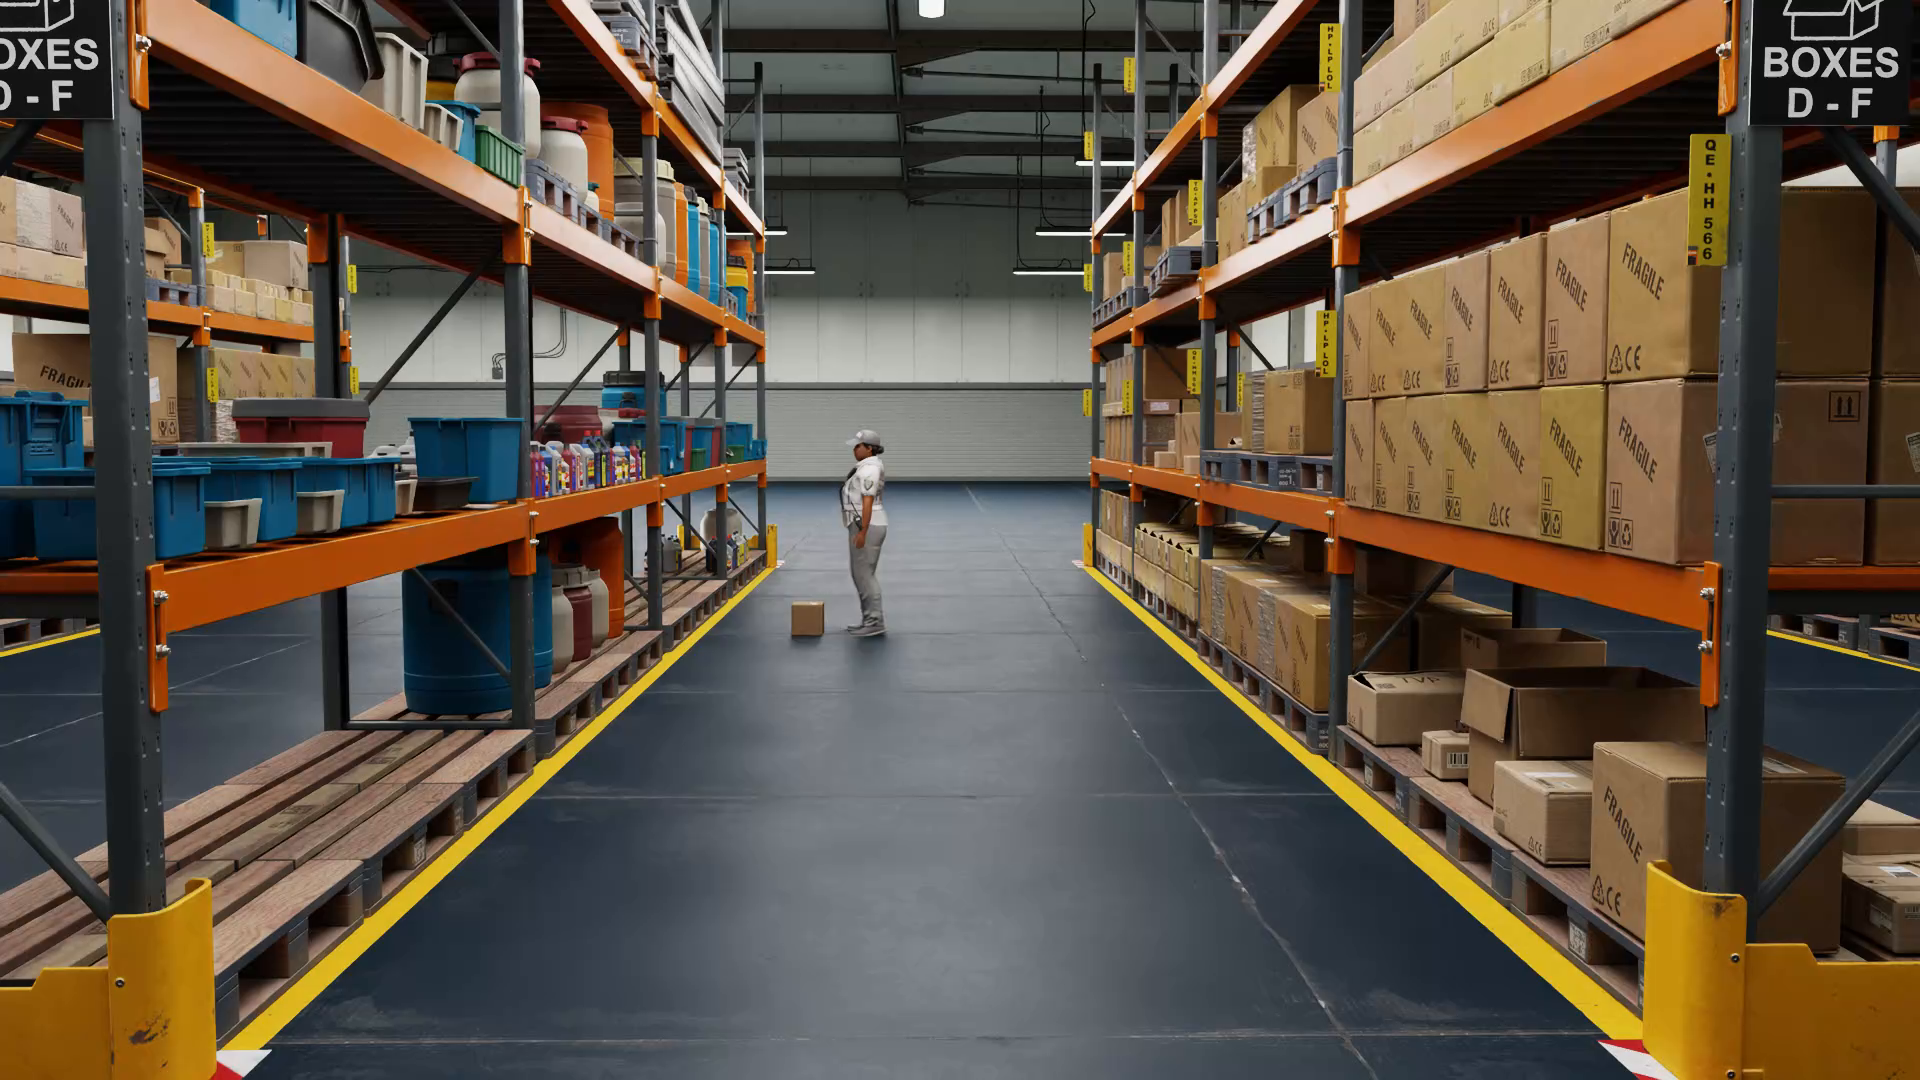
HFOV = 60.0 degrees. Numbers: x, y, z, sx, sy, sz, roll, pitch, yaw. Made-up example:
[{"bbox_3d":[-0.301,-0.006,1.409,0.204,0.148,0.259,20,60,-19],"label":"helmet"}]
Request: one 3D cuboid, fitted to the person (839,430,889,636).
[{"bbox_3d":[-0.772,-0.058,13.471,0.390,1.669,0.467,0,4,0],"label":"person"}]
